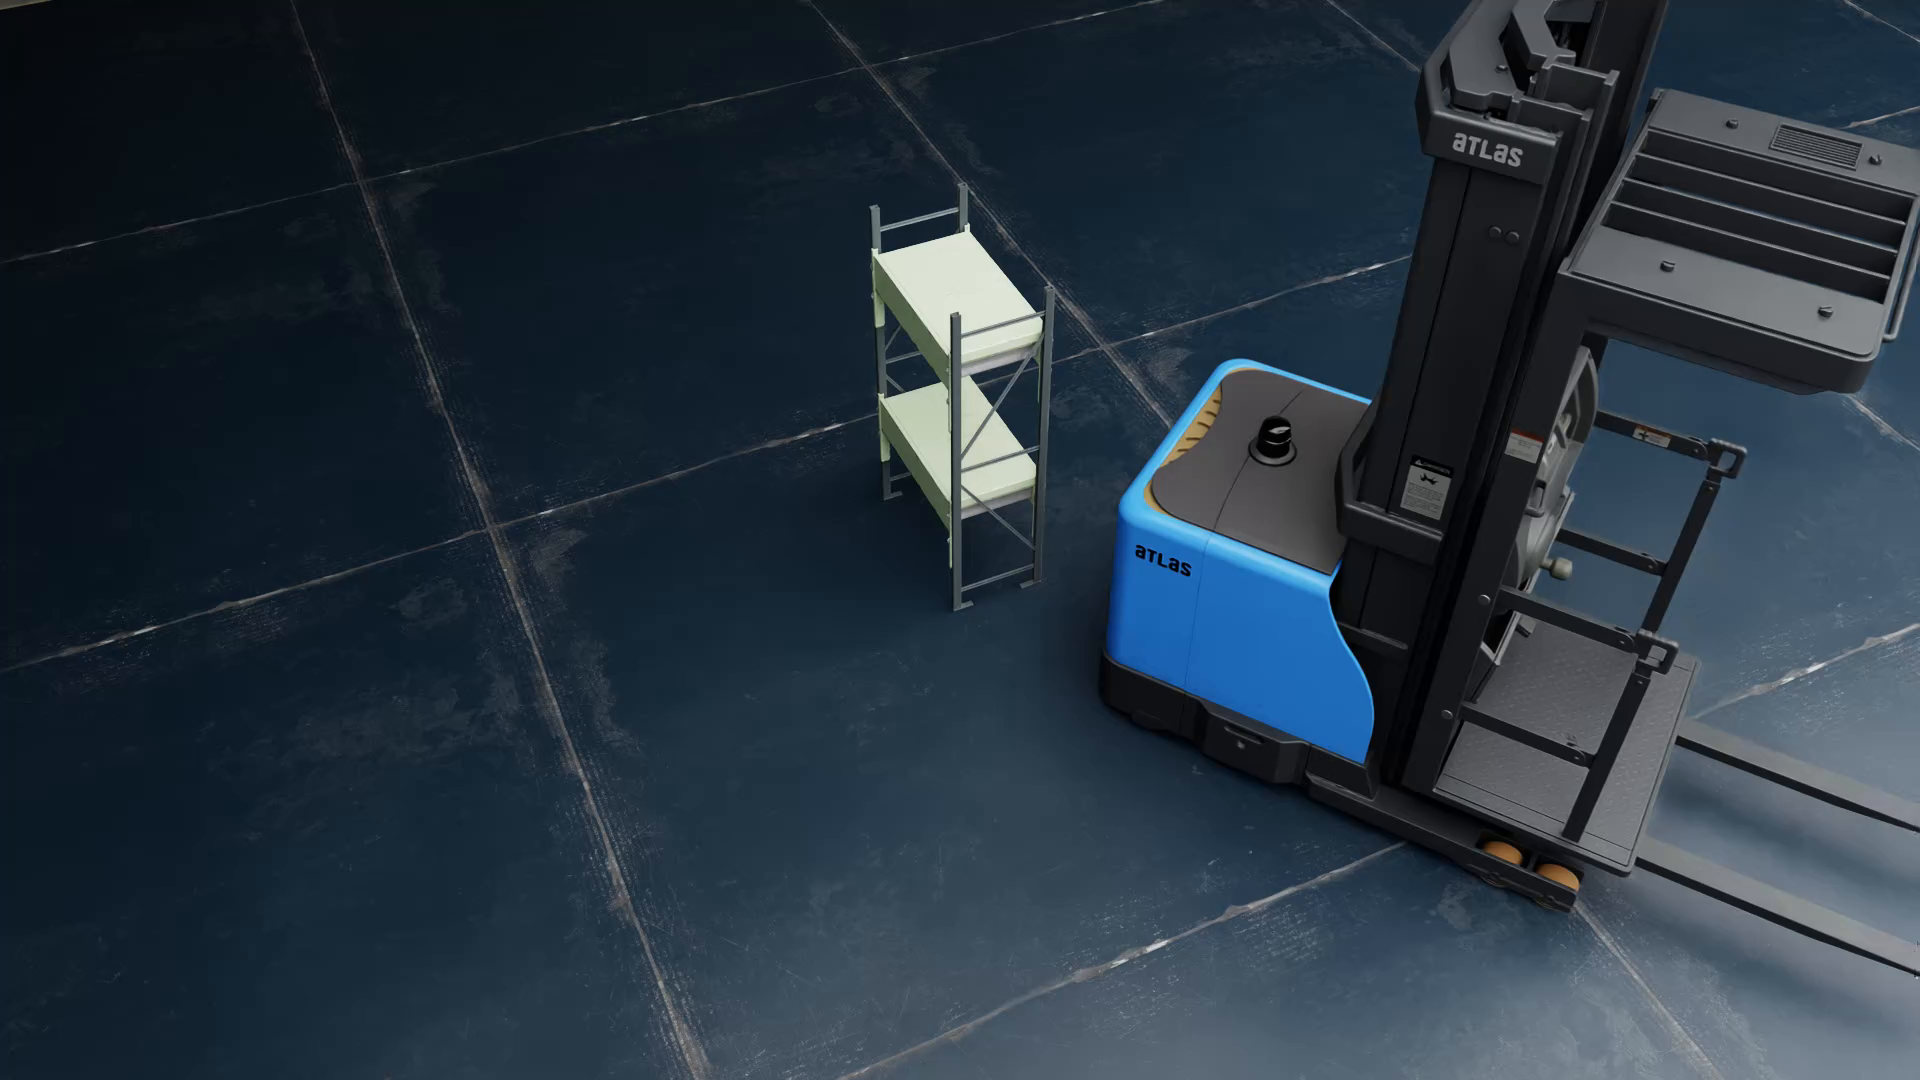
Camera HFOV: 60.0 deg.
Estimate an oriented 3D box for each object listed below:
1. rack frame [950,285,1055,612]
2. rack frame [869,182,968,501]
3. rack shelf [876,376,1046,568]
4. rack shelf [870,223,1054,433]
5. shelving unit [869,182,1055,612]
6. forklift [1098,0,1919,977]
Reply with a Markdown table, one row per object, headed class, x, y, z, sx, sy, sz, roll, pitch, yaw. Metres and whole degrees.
| class | x | y | z | sx | sy | sz | roll | pitch | yaw |
| --- | --- | --- | --- | --- | --- | --- | --- | --- | --- |
| rack frame | 0.151 | -0.305 | 6.360 | 0.400 | 1.500 | 0.023 | -18 | 47 | -17 |
| rack frame | -0.157 | -0.771 | 6.833 | 0.400 | 1.500 | 0.023 | -18 | 47 | -17 |
| rack shelf | -0.003 | -0.306 | 6.825 | 0.431 | 0.370 | 0.720 | -18 | 47 | -17 |
| rack shelf | -0.003 | -0.816 | 6.322 | 0.431 | 0.370 | 0.720 | -18 | 47 | -17 |
| shelving unit | -0.003 | -0.538 | 6.596 | 0.431 | 1.500 | 0.755 | -18 | 47 | -17 |
| forklift | 2.070 | -0.183 | 5.217 | 3.031 | 2.935 | 1.130 | 22 | 49 | 21 |
